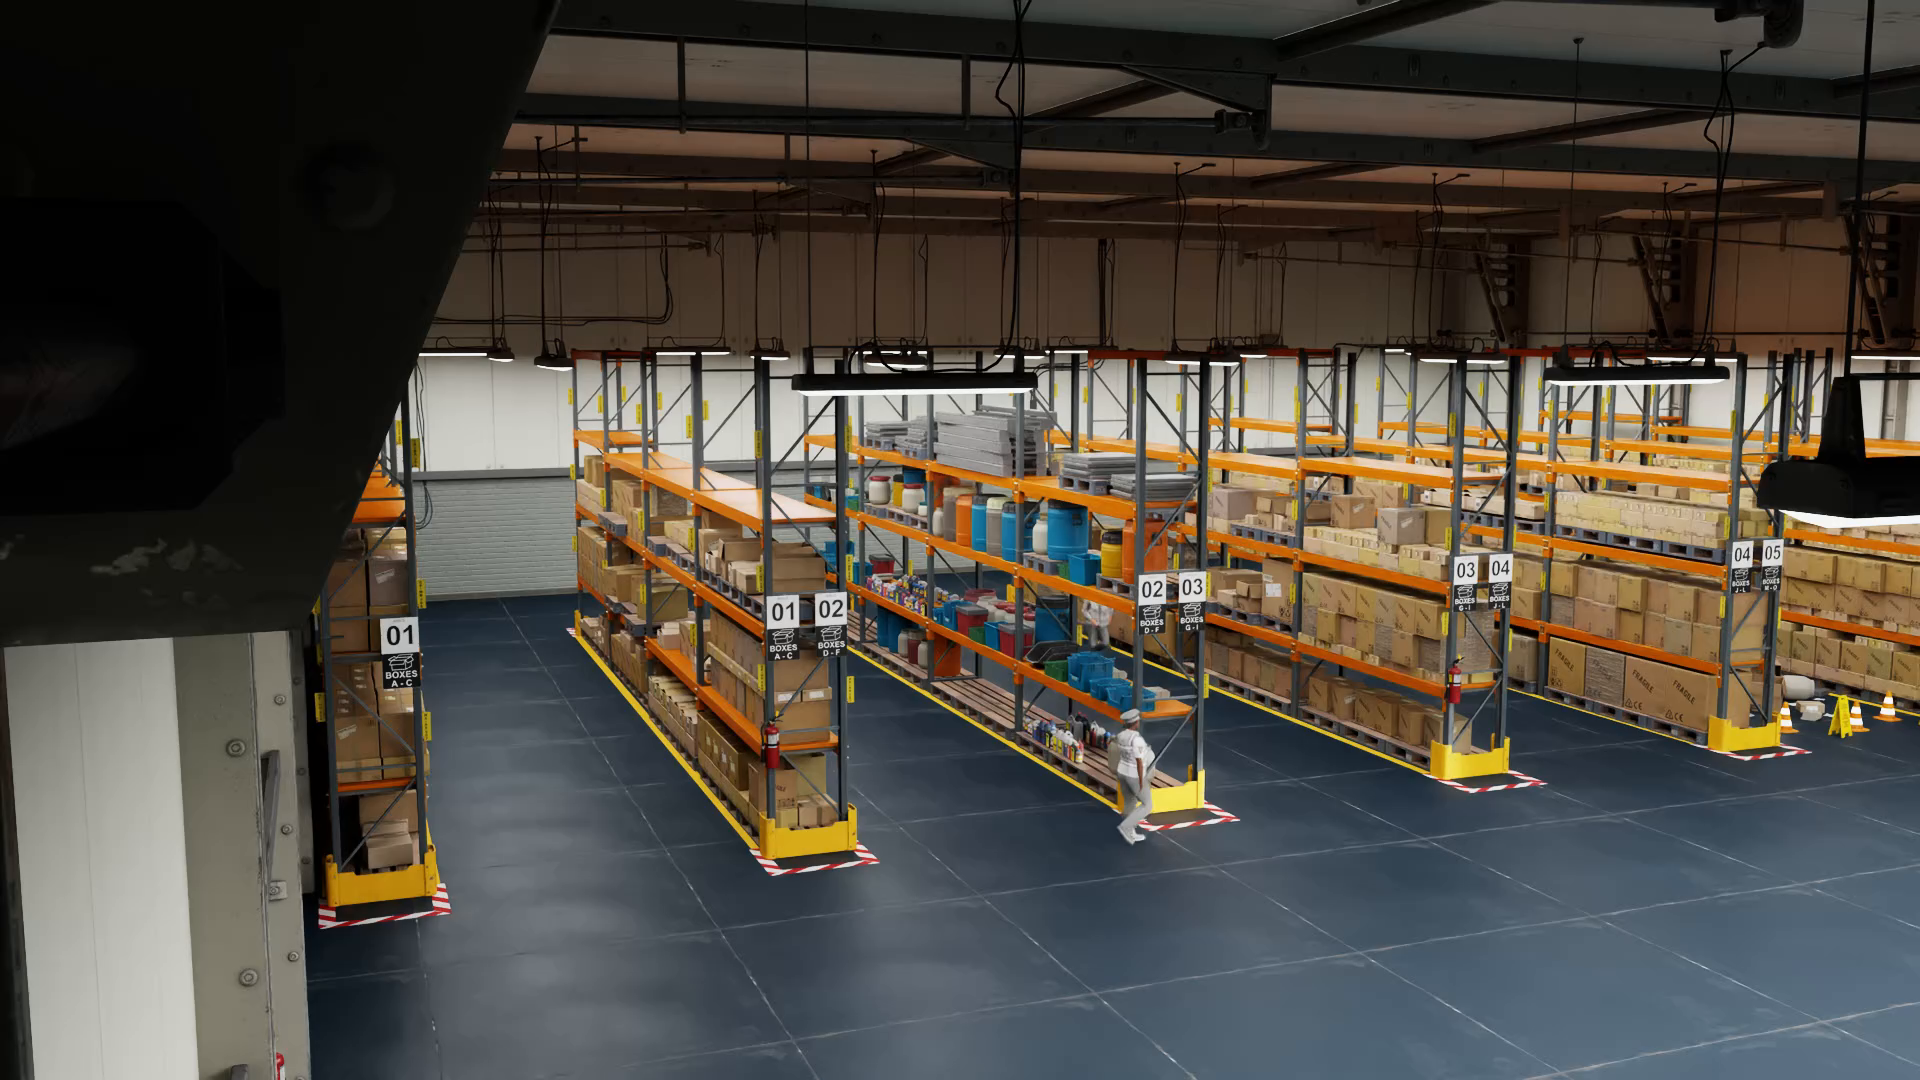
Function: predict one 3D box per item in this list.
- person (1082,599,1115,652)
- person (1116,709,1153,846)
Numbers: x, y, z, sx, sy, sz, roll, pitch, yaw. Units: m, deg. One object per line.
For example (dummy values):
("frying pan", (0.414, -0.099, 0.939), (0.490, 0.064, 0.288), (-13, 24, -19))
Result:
("person", (2.637, 1.574, 31.580), (0.707, 1.687, 0.715), (-1, 7, -11))
("person", (2.107, 2.933, 20.563), (0.520, 1.677, 0.491), (-4, 8, -31))
